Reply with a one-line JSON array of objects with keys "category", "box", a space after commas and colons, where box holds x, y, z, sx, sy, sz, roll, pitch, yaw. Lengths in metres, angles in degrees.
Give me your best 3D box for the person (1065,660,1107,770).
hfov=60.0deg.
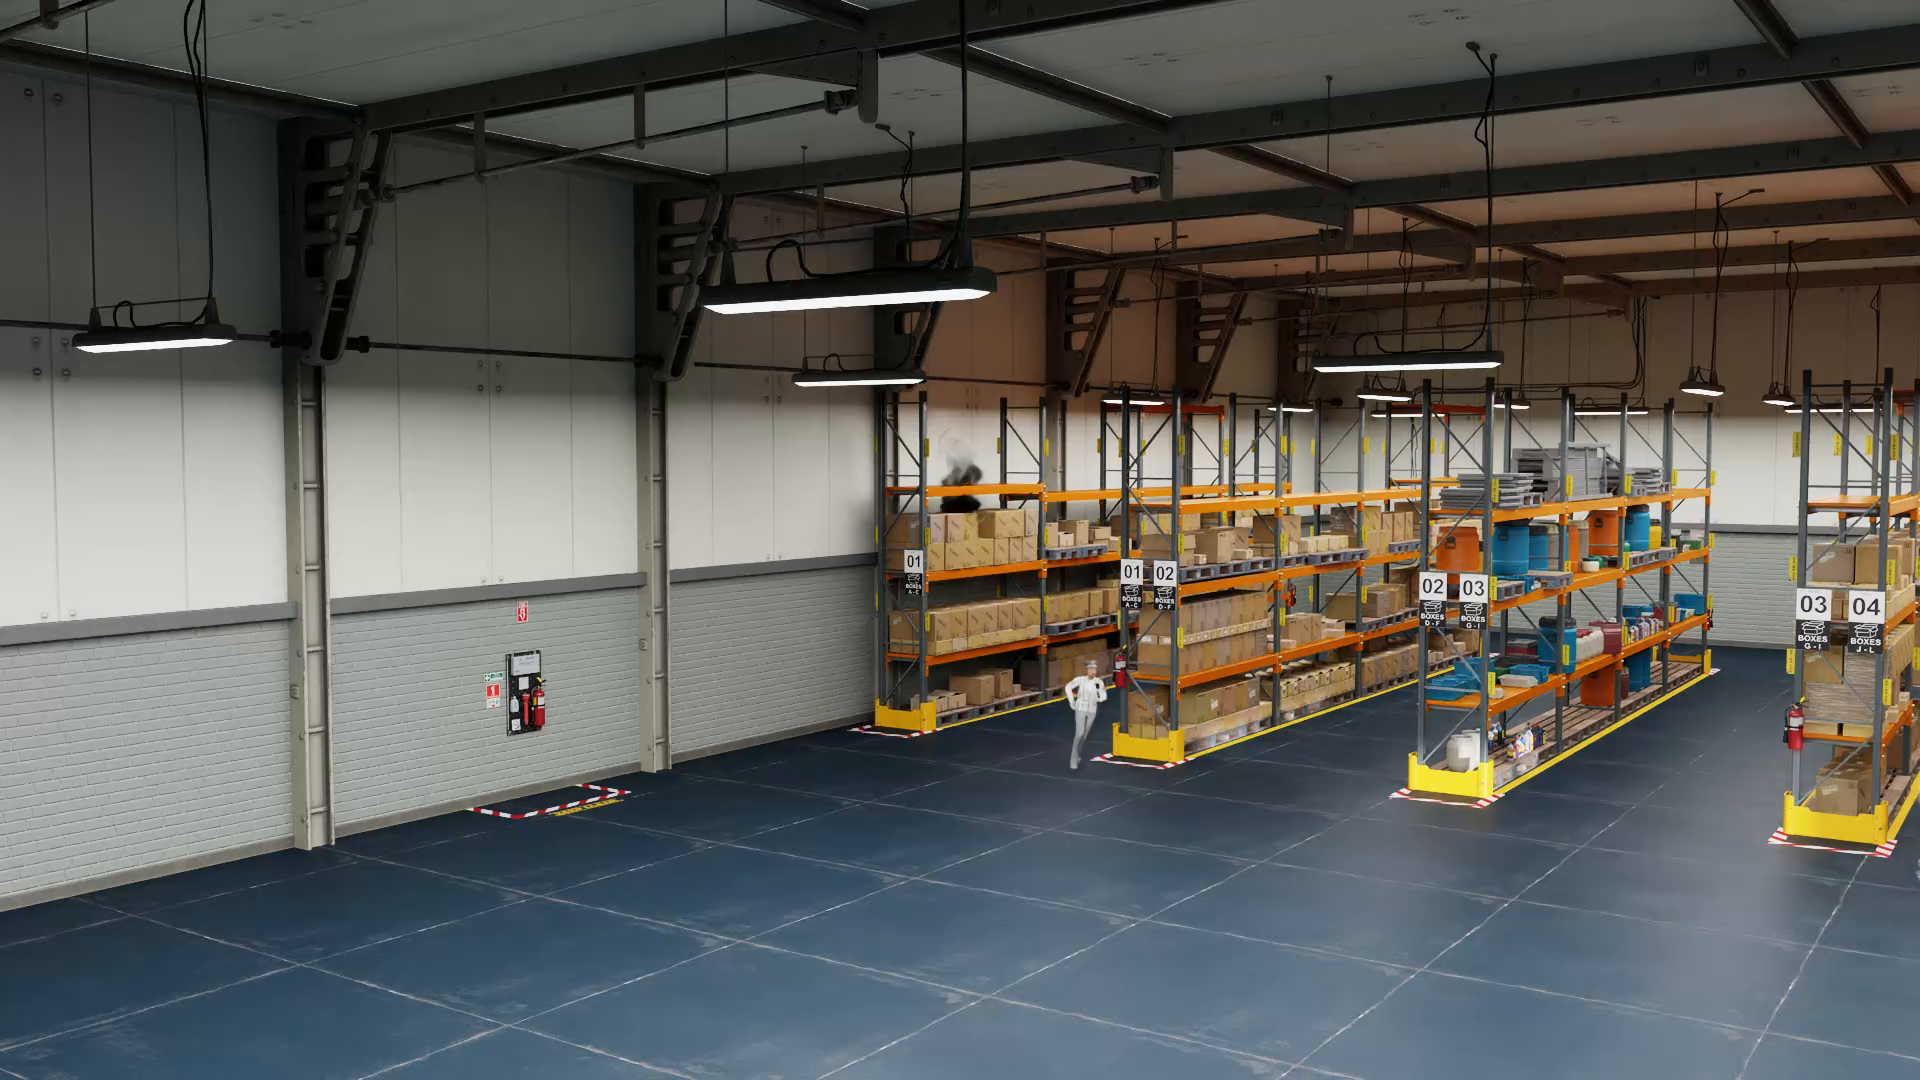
[{"category": "person", "box": [1.984, 2.737, 26.164, 0.635, 1.735, 0.687, -1, 3, -11]}]
